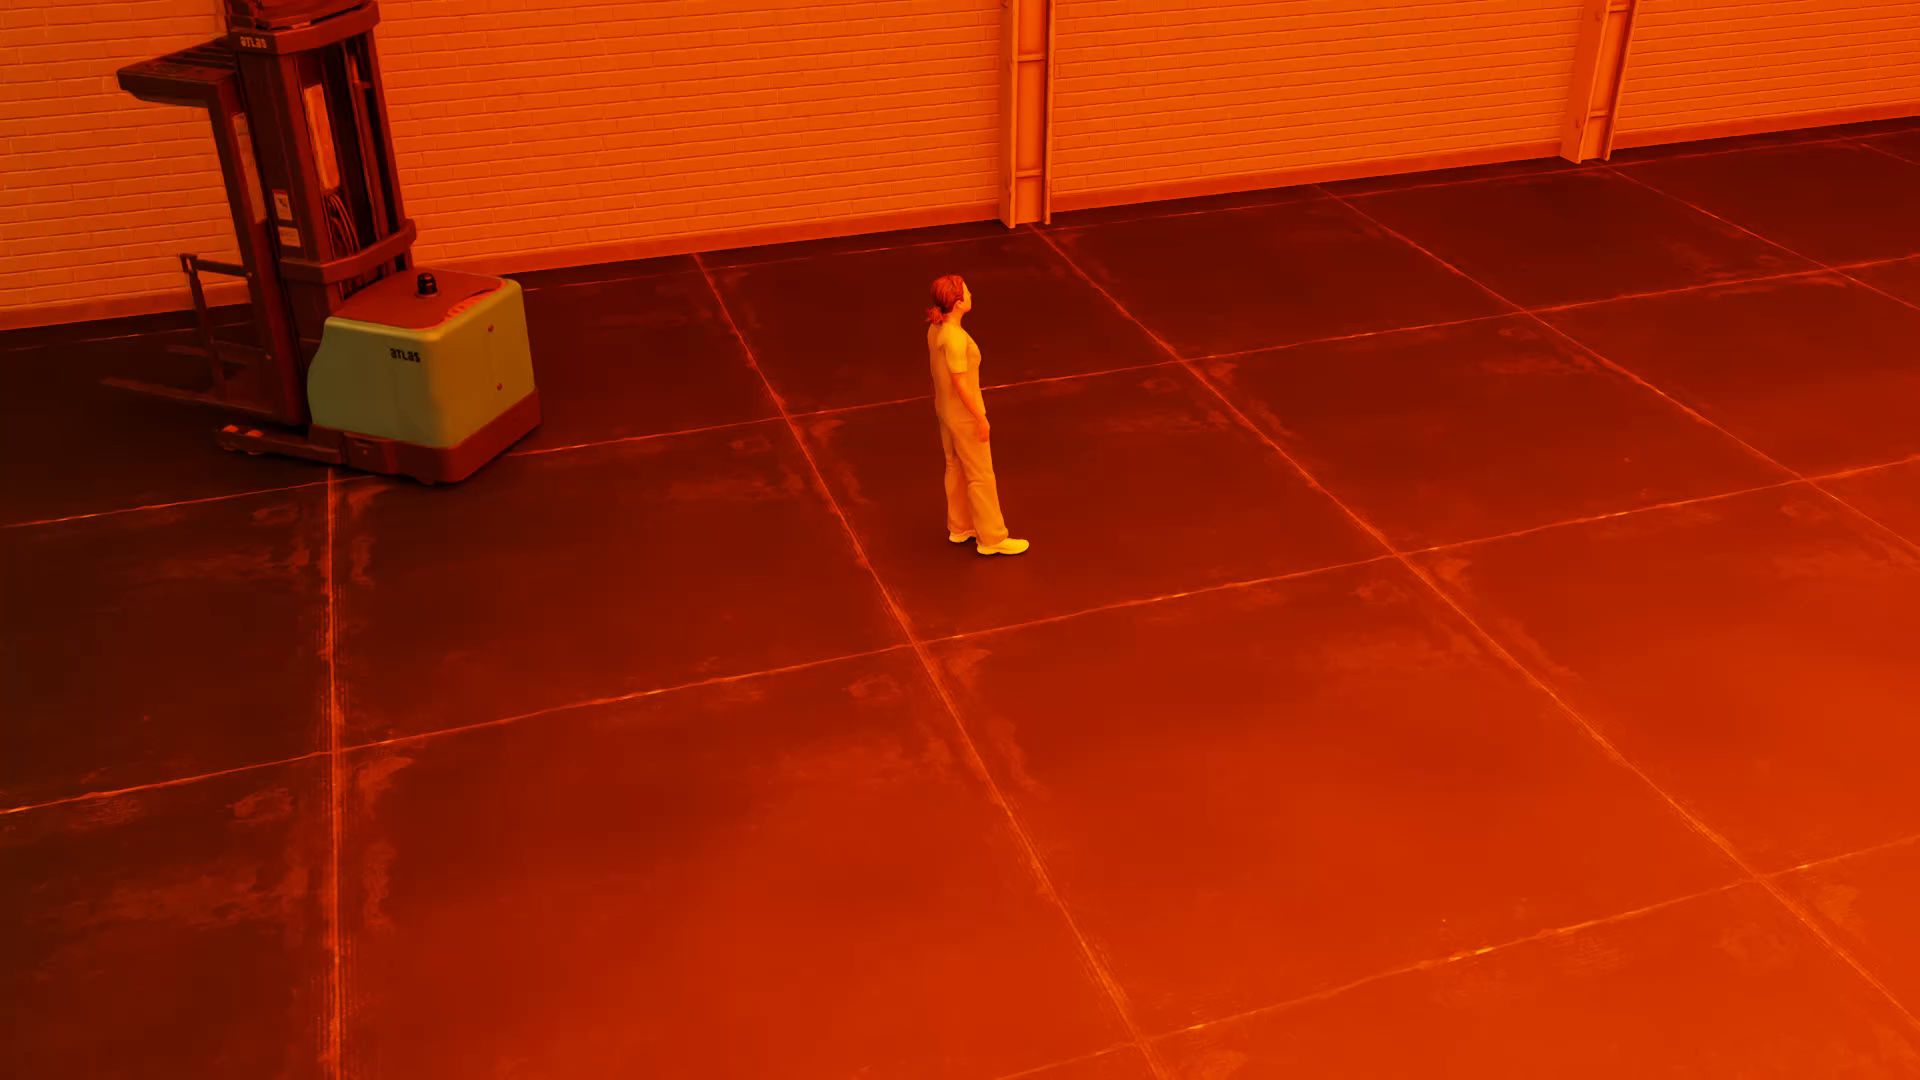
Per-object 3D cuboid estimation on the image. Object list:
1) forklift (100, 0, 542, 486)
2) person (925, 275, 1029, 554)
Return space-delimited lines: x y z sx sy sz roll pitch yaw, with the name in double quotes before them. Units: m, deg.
"forklift" -4.408 -2.063 10.672 3.031 2.935 1.130 11 32 18
"person" 0.075 -0.738 9.614 0.548 1.673 0.549 -10 31 -16
